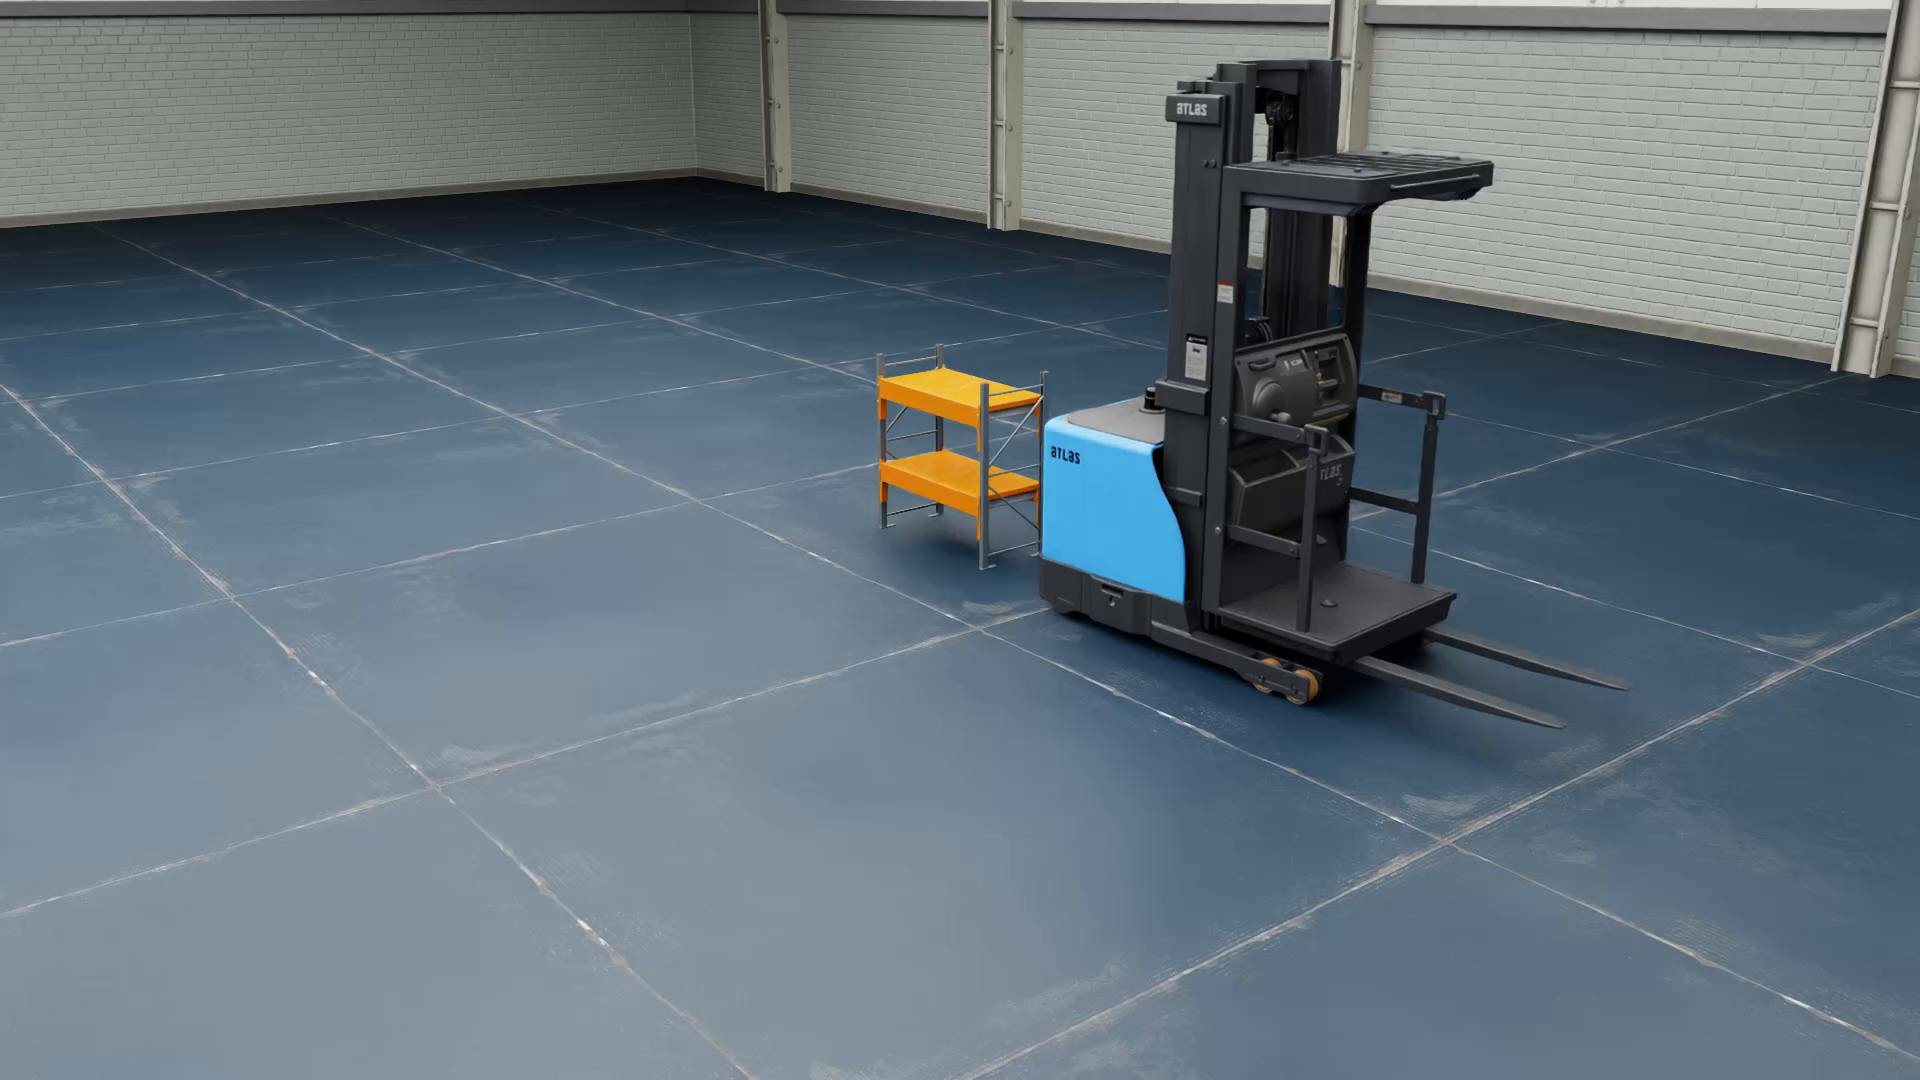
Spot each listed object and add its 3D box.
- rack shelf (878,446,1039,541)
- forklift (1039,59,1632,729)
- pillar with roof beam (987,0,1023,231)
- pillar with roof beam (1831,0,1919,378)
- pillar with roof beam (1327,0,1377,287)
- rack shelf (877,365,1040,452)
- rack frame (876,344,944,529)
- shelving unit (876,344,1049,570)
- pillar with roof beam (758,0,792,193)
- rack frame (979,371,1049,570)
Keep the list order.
[{"bbox_3d":[0.004,-0.300,10.258,0.538,0.278,1.000,-14,23,-36],"label":"rack shelf"},{"bbox_3d":[1.809,-0.784,8.067,1.130,2.935,3.031,-16,24,-40],"label":"forklift"},{"bbox_3d":[-2.743,-7.898,19.899,9.100,9.000,0.400,-14,23,-36],"label":"pillar with roof beam"},{"bbox_3d":[4.707,-4.941,10.969,9.100,9.000,0.400,-14,23,-36],"label":"pillar with roof beam"},{"bbox_3d":[0.982,-6.420,15.434,9.100,9.000,0.400,-14,23,-36],"label":"pillar with roof beam"},{"bbox_3d":[0.004,-0.810,10.089,0.538,0.278,1.000,-14,23,-36],"label":"rack shelf"},{"bbox_3d":[-0.311,-0.658,10.559,0.500,1.125,0.032,-14,23,-36],"label":"rack frame"},{"bbox_3d":[0.004,-0.532,10.181,0.538,1.125,1.048,-14,23,-36],"label":"shelving unit"},{"bbox_3d":[-6.469,-9.377,24.364,9.100,9.000,0.400,-14,23,-36],"label":"pillar with roof beam"},{"bbox_3d":[0.320,-0.407,9.802,0.500,1.125,0.032,-14,23,-36],"label":"rack frame"}]
